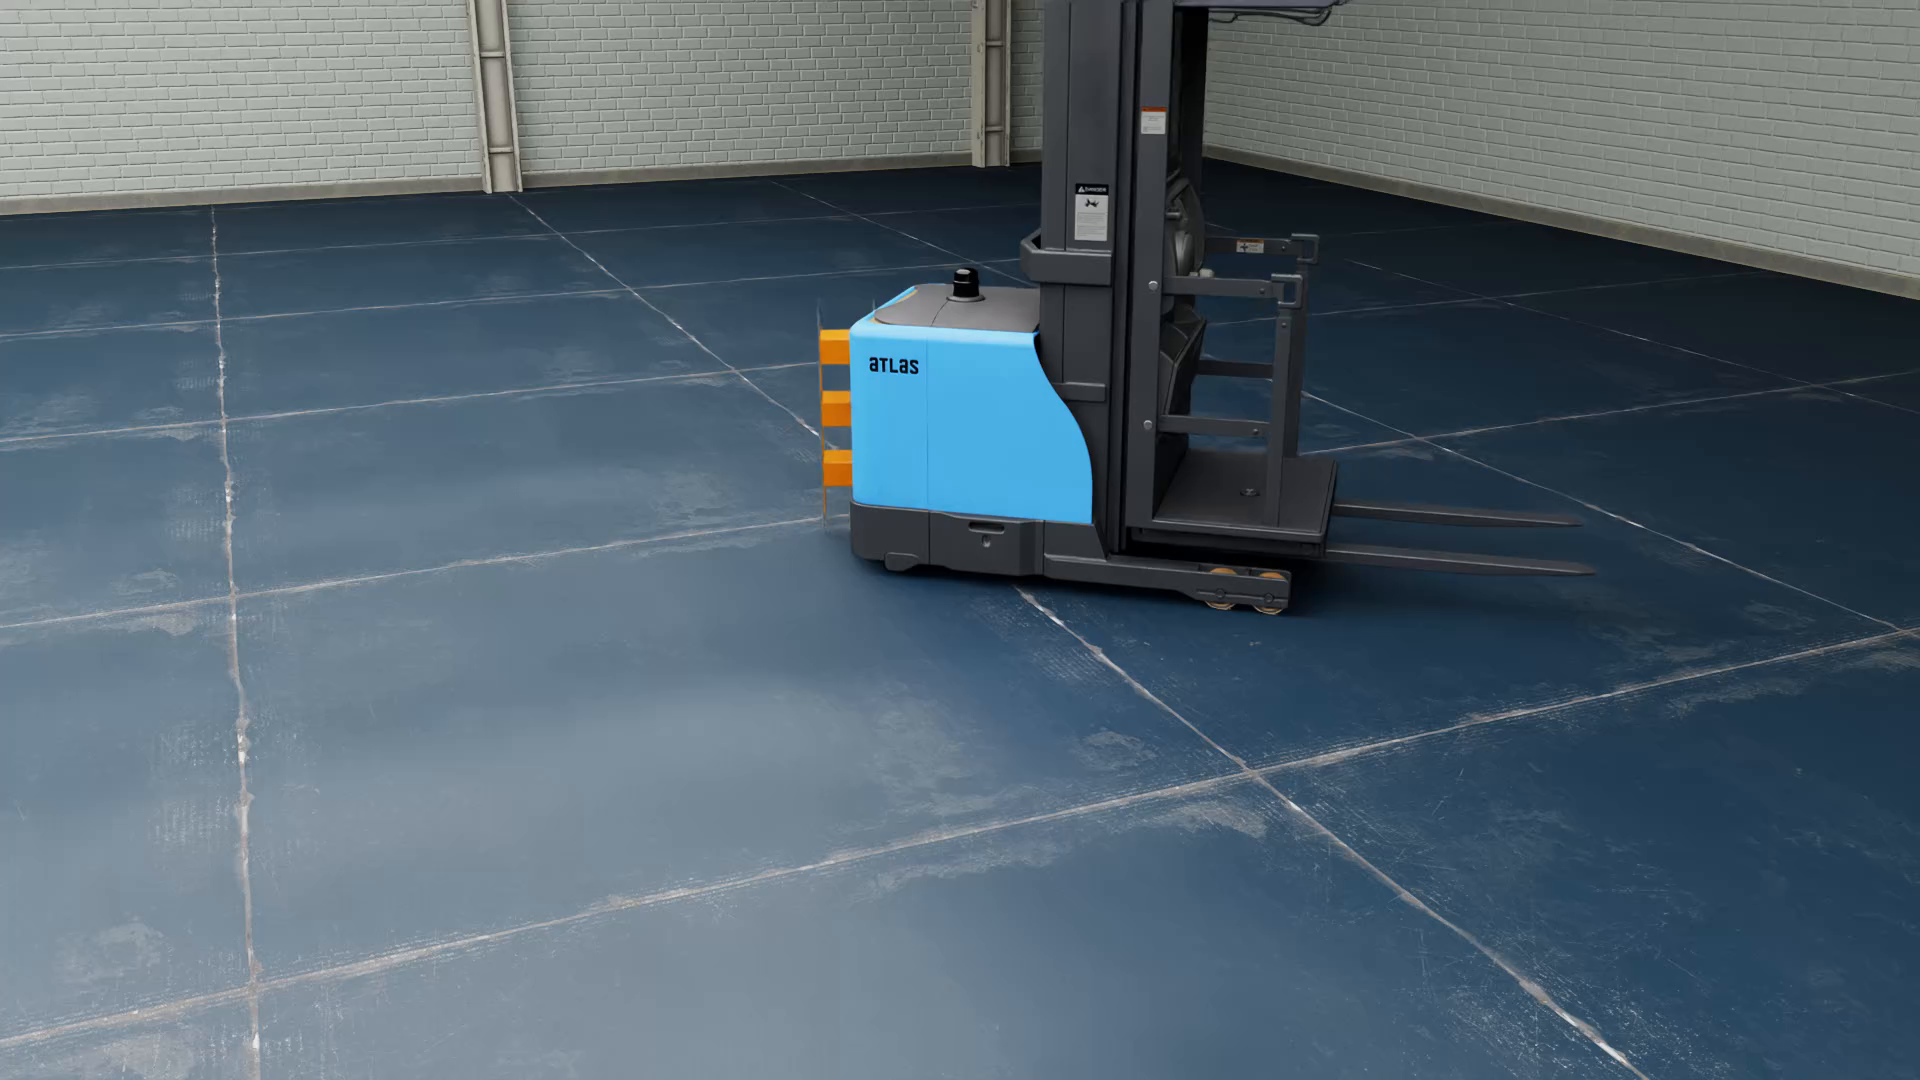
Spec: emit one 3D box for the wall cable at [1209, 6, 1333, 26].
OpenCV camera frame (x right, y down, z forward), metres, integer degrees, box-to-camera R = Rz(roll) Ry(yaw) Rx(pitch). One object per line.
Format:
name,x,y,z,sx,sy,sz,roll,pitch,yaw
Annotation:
wall cable,3.612,-7.472,19.870,0.112,2.526,3.097,-8,21,-22

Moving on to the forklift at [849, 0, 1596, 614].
forklift,1.105,-1.280,6.743,3.031,2.935,1.130,5,20,14

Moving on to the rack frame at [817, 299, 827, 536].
rack frame,-0.622,-0.547,7.494,0.008,1.050,0.200,-1,19,-3

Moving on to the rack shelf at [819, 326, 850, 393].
rack shelf,-0.500,-0.807,7.409,0.240,0.259,0.215,-1,19,-3

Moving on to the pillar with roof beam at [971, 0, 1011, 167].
pillar with roof beam,2.089,-7.640,15.670,0.400,9.000,9.100,-8,21,-22

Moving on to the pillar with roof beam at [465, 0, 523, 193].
pillar with roof beam,-3.420,-6.851,13.429,0.400,9.000,9.100,-8,21,-22

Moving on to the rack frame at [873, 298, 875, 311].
rack frame,-0.378,-0.551,7.506,0.008,1.050,0.200,-1,19,-3

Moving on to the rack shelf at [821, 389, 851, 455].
rack shelf,-0.500,-0.539,7.503,0.240,0.259,0.215,-1,19,-3

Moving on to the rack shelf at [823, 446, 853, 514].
rack shelf,-0.500,-0.277,7.596,0.240,0.259,0.215,-1,19,-3

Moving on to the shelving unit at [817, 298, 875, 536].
shelving unit,-0.500,-0.549,7.500,0.252,1.050,0.215,-1,19,-3
